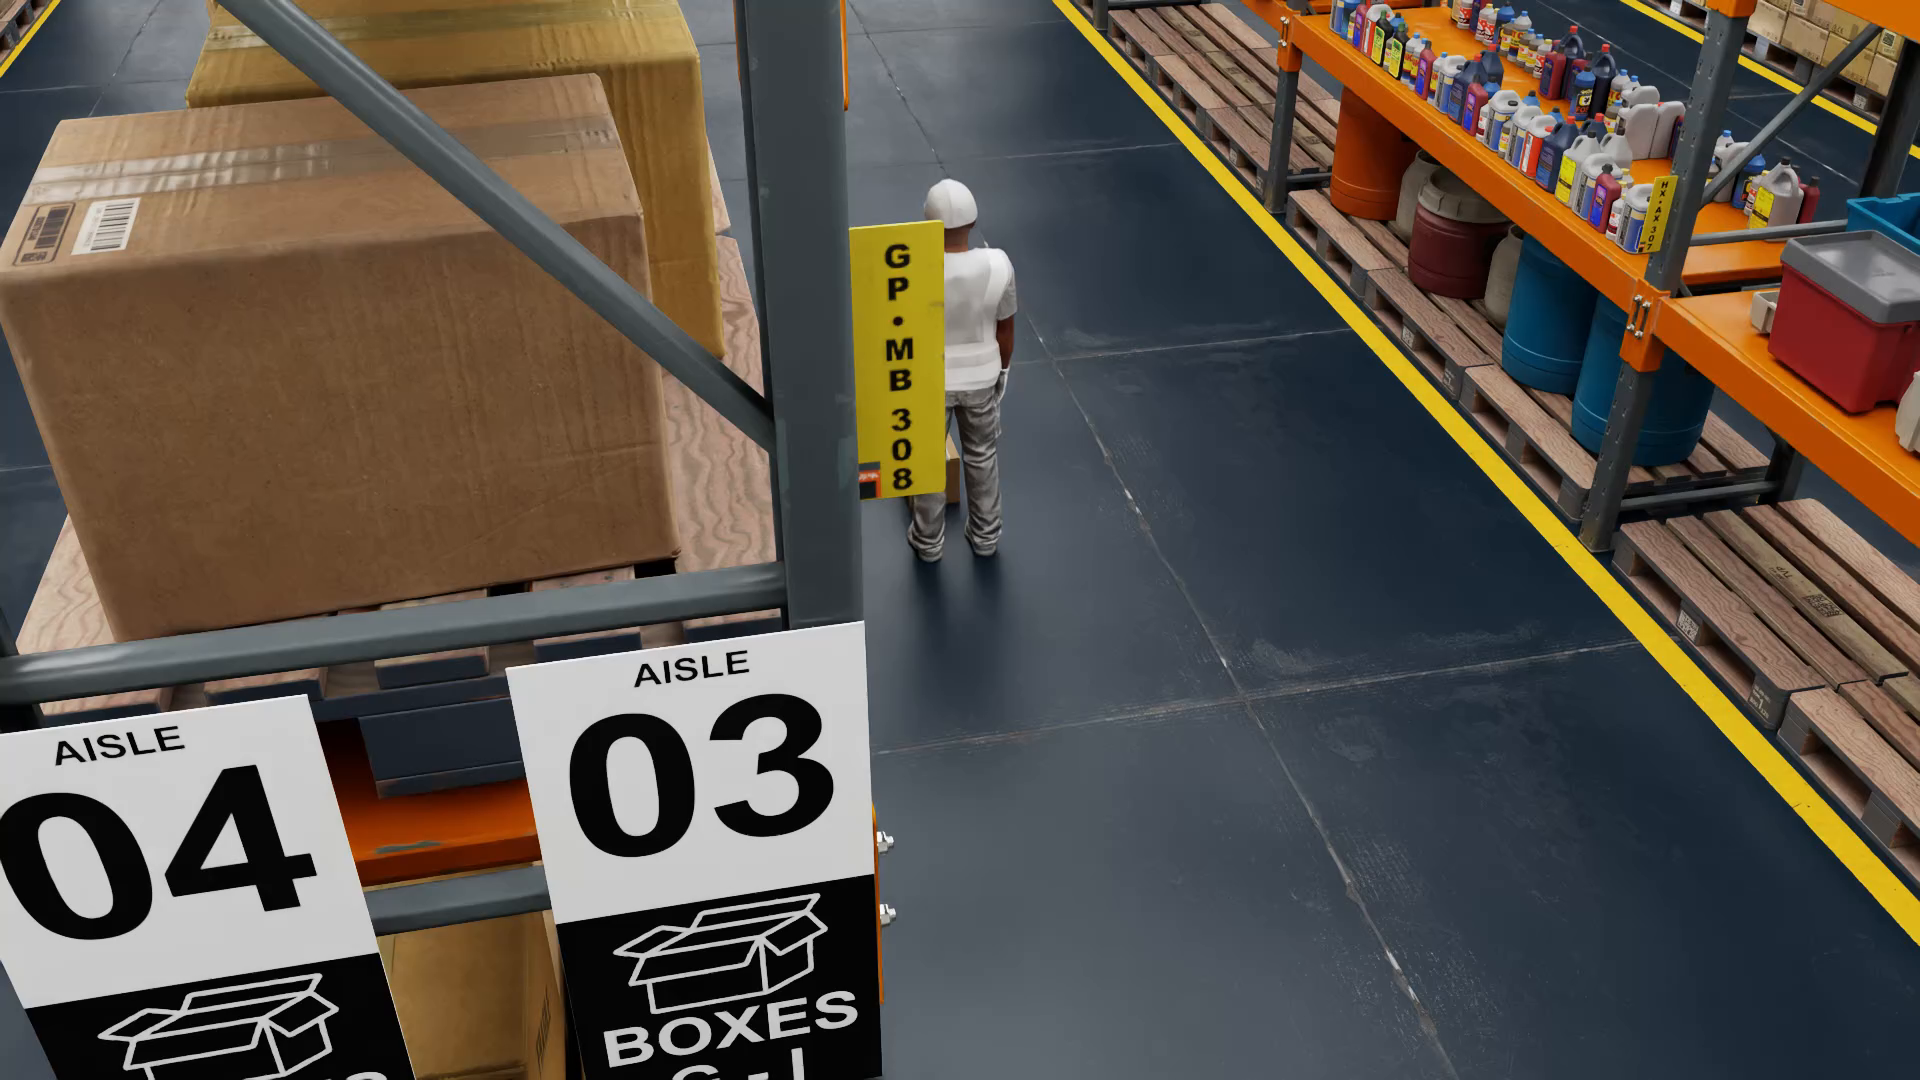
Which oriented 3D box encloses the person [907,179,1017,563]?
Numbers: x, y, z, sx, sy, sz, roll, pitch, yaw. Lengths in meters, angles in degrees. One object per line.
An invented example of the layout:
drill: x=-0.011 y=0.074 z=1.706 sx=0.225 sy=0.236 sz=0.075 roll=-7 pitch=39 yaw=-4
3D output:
person: x=-0.044 y=-0.709 z=7.169 sx=0.548 sy=1.787 sz=0.377 roll=-7 pitch=35 yaw=-10
